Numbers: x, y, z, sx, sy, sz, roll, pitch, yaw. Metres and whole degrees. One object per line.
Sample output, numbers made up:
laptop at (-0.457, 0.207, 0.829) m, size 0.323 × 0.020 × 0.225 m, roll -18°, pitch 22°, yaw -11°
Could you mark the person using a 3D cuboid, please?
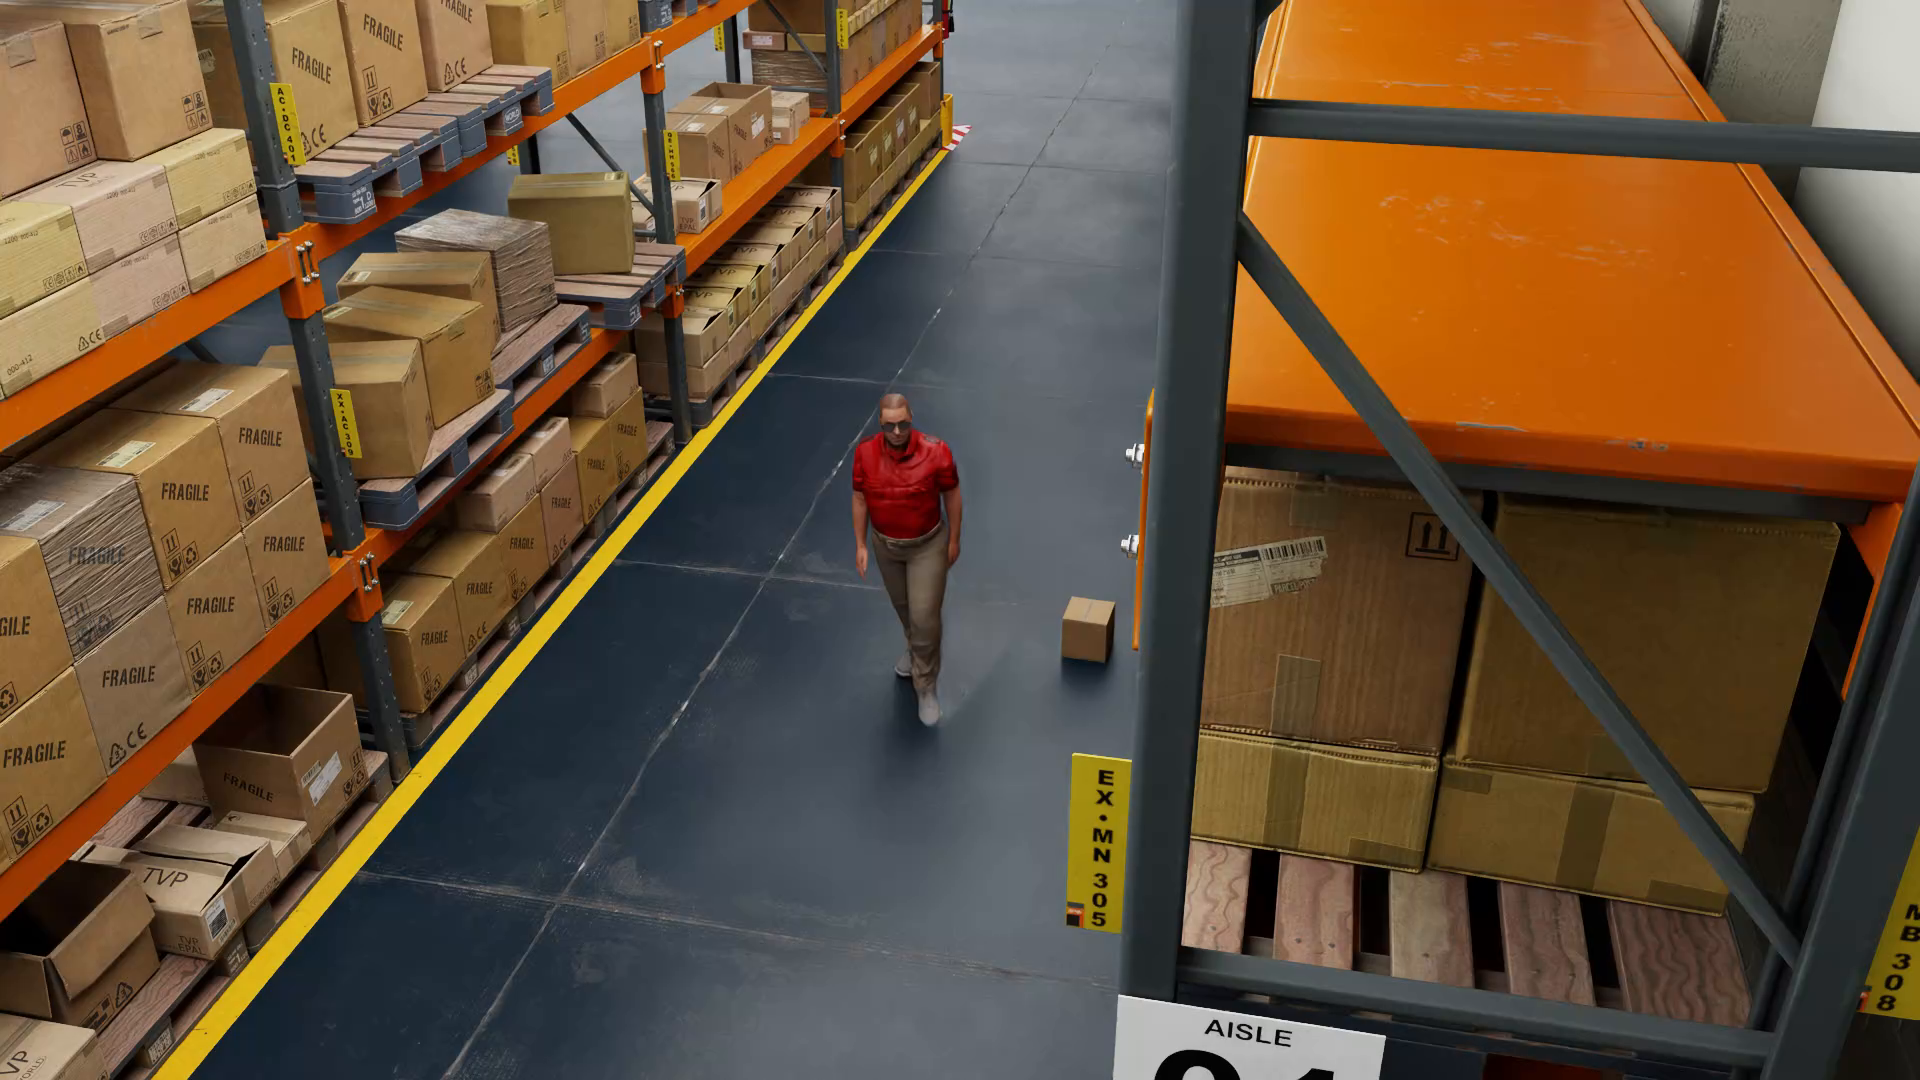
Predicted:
person at (-0.270, 0.041, 8.597) m, size 0.558 × 1.770 × 0.646 m, roll 10°, pitch 30°, yaw 18°
